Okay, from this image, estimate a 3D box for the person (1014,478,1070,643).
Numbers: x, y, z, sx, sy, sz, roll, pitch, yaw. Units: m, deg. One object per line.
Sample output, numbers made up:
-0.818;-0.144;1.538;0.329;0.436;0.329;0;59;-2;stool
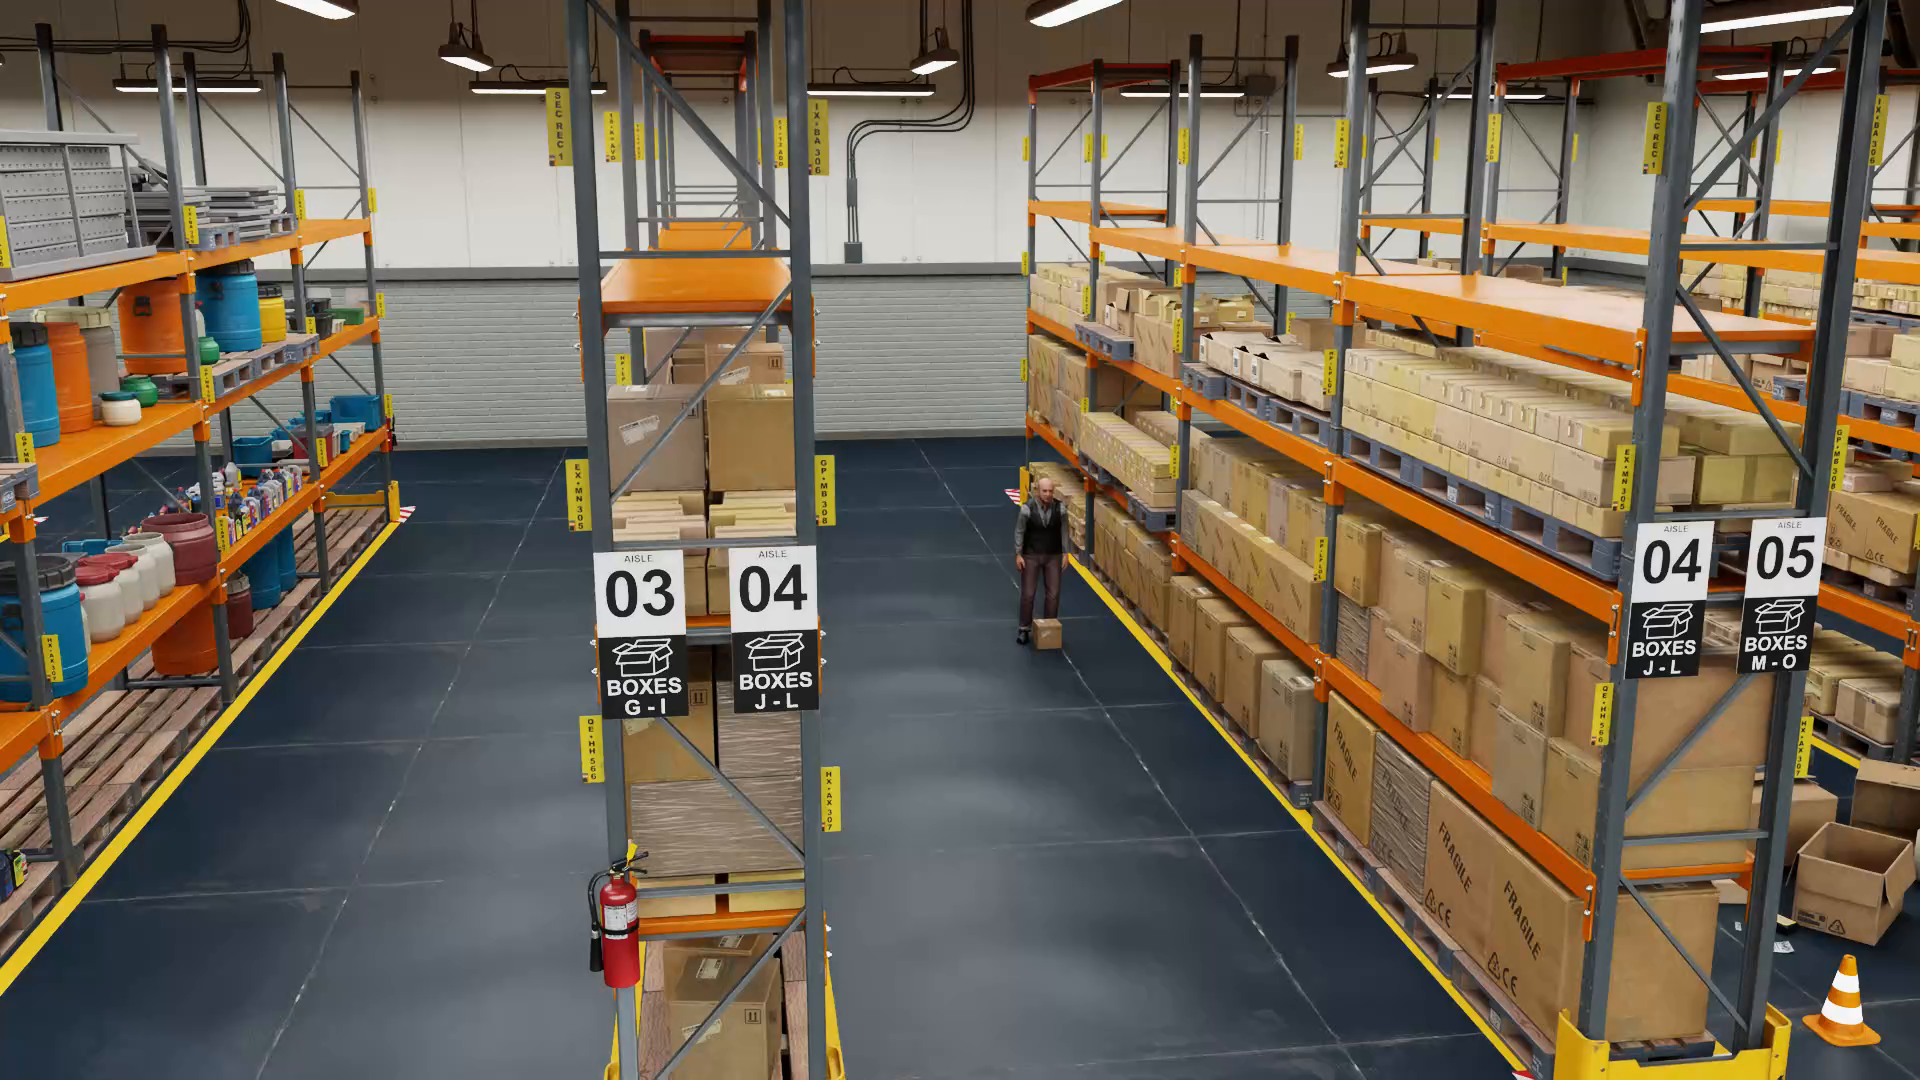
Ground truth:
0.850;0.194;17.202;0.582;1.721;0.461;-2;13;-9;person
